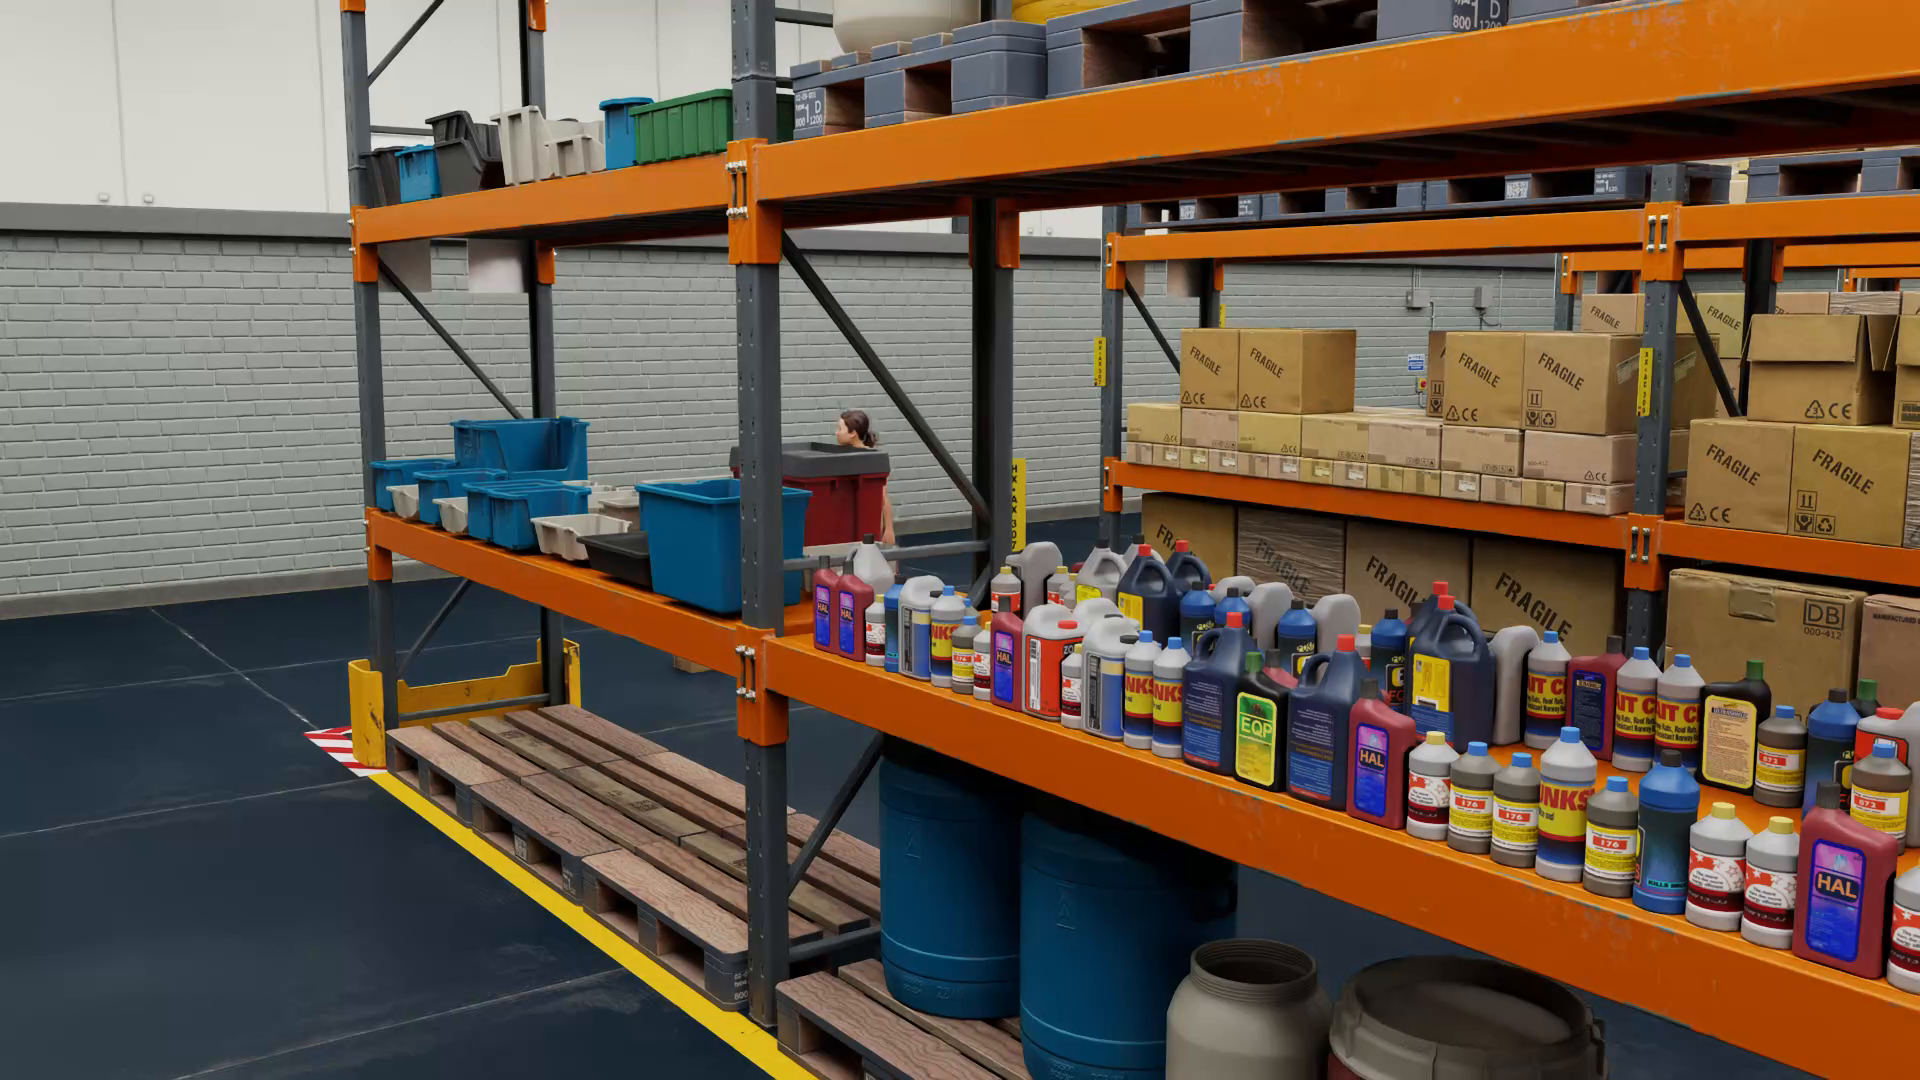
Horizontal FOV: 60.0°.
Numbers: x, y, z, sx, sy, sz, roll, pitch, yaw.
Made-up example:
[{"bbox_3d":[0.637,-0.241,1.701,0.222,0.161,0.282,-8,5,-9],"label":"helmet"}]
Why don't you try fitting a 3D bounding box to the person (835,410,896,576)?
[{"bbox_3d":[-0.684,-0.053,11.184,0.832,1.642,0.469,-2,8,-11],"label":"person"}]
